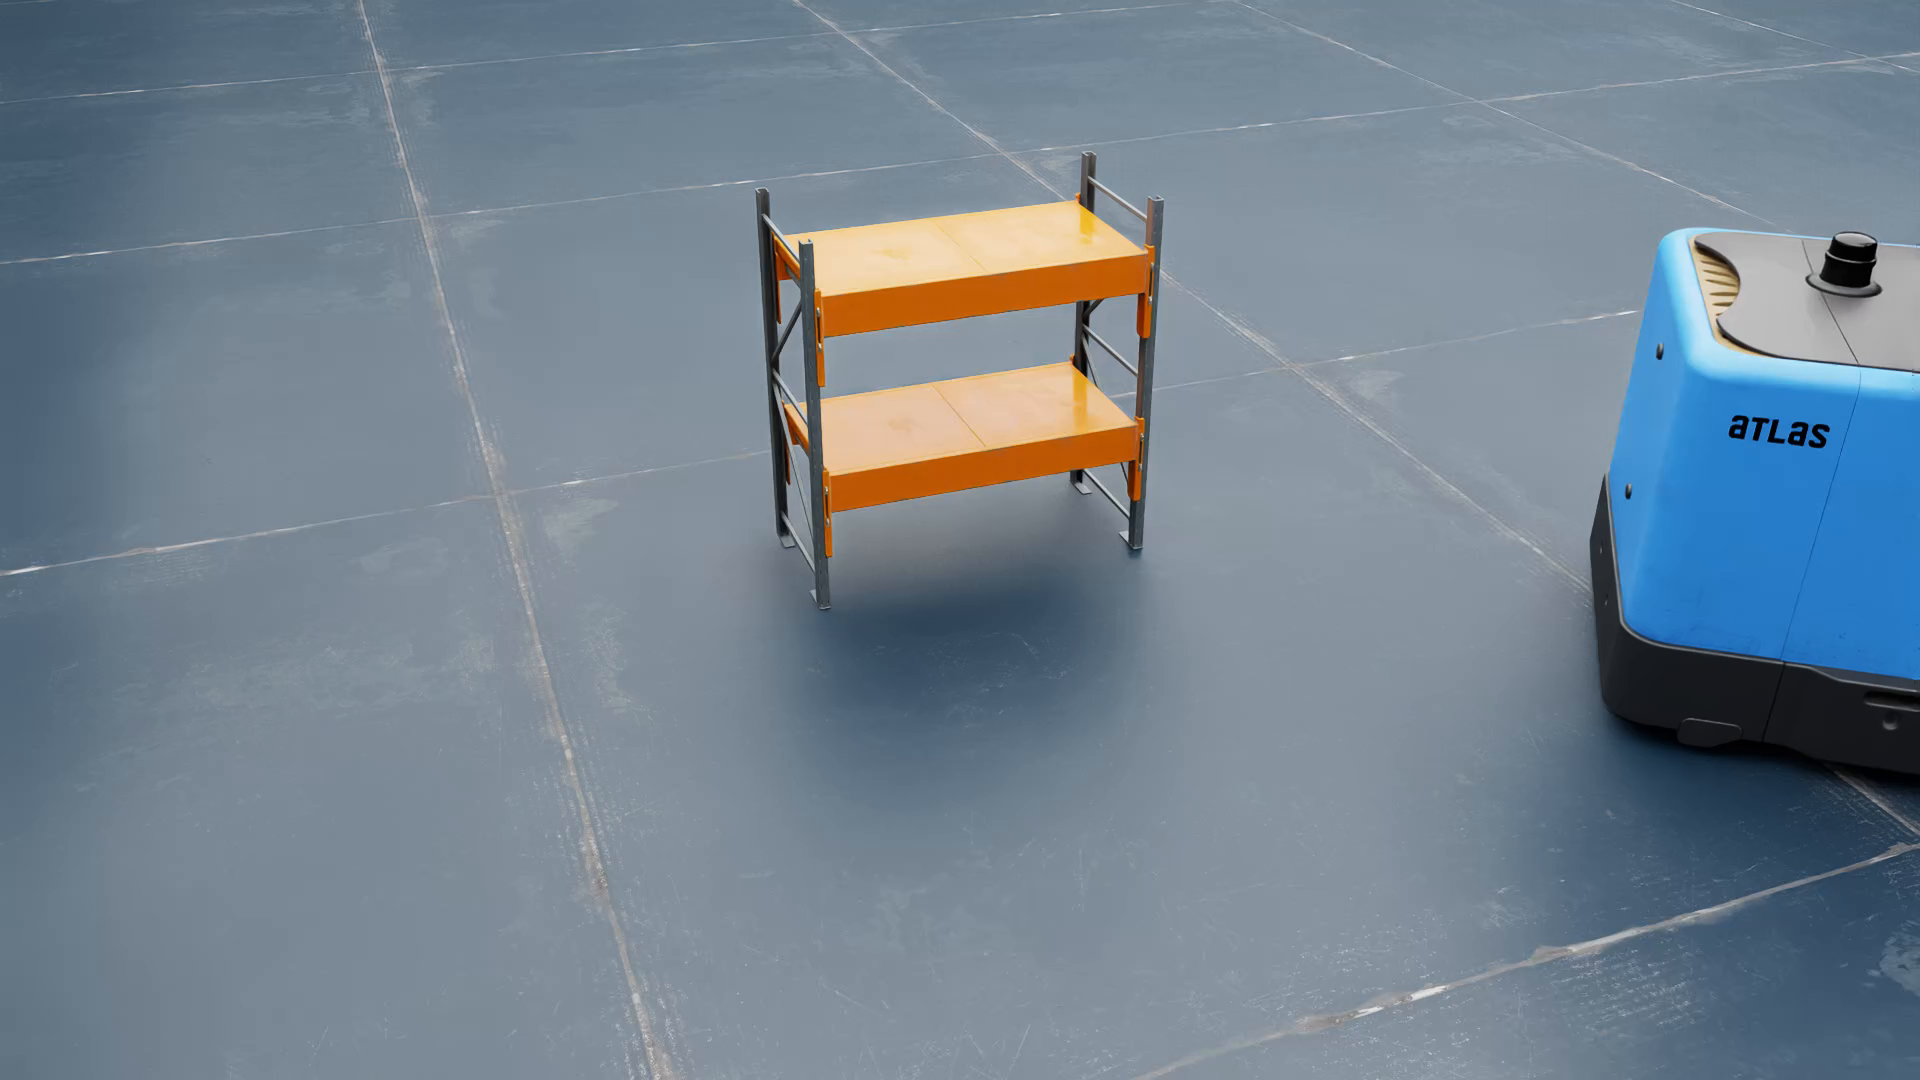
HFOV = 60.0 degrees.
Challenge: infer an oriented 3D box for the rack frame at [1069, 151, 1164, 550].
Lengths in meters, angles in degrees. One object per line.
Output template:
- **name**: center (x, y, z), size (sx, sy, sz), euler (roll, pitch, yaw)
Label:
- **rack frame**: center (0.470, -0.575, 5.124), size (0.032, 1.125, 0.500), euler (-10, 31, -18)

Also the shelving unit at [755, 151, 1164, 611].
- **shelving unit**: center (-0.006, -0.488, 4.969), size (1.048, 1.125, 0.538), euler (-10, 31, -18)

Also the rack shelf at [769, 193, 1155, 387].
- **rack shelf**: center (-0.006, -0.742, 4.825), size (1.000, 0.278, 0.538), euler (-10, 31, -18)

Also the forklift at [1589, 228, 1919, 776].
- **forklift**: center (3.263, -0.792, 3.679), size (3.031, 2.935, 1.130), euler (8, 31, 14)

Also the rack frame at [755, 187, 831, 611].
- **rack frame**: center (-0.483, -0.400, 4.815), size (0.032, 1.125, 0.500), euler (-10, 31, -18)

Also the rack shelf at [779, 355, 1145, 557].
- **rack shelf**: center (-0.006, -0.275, 5.091), size (1.000, 0.278, 0.538), euler (-10, 31, -18)
